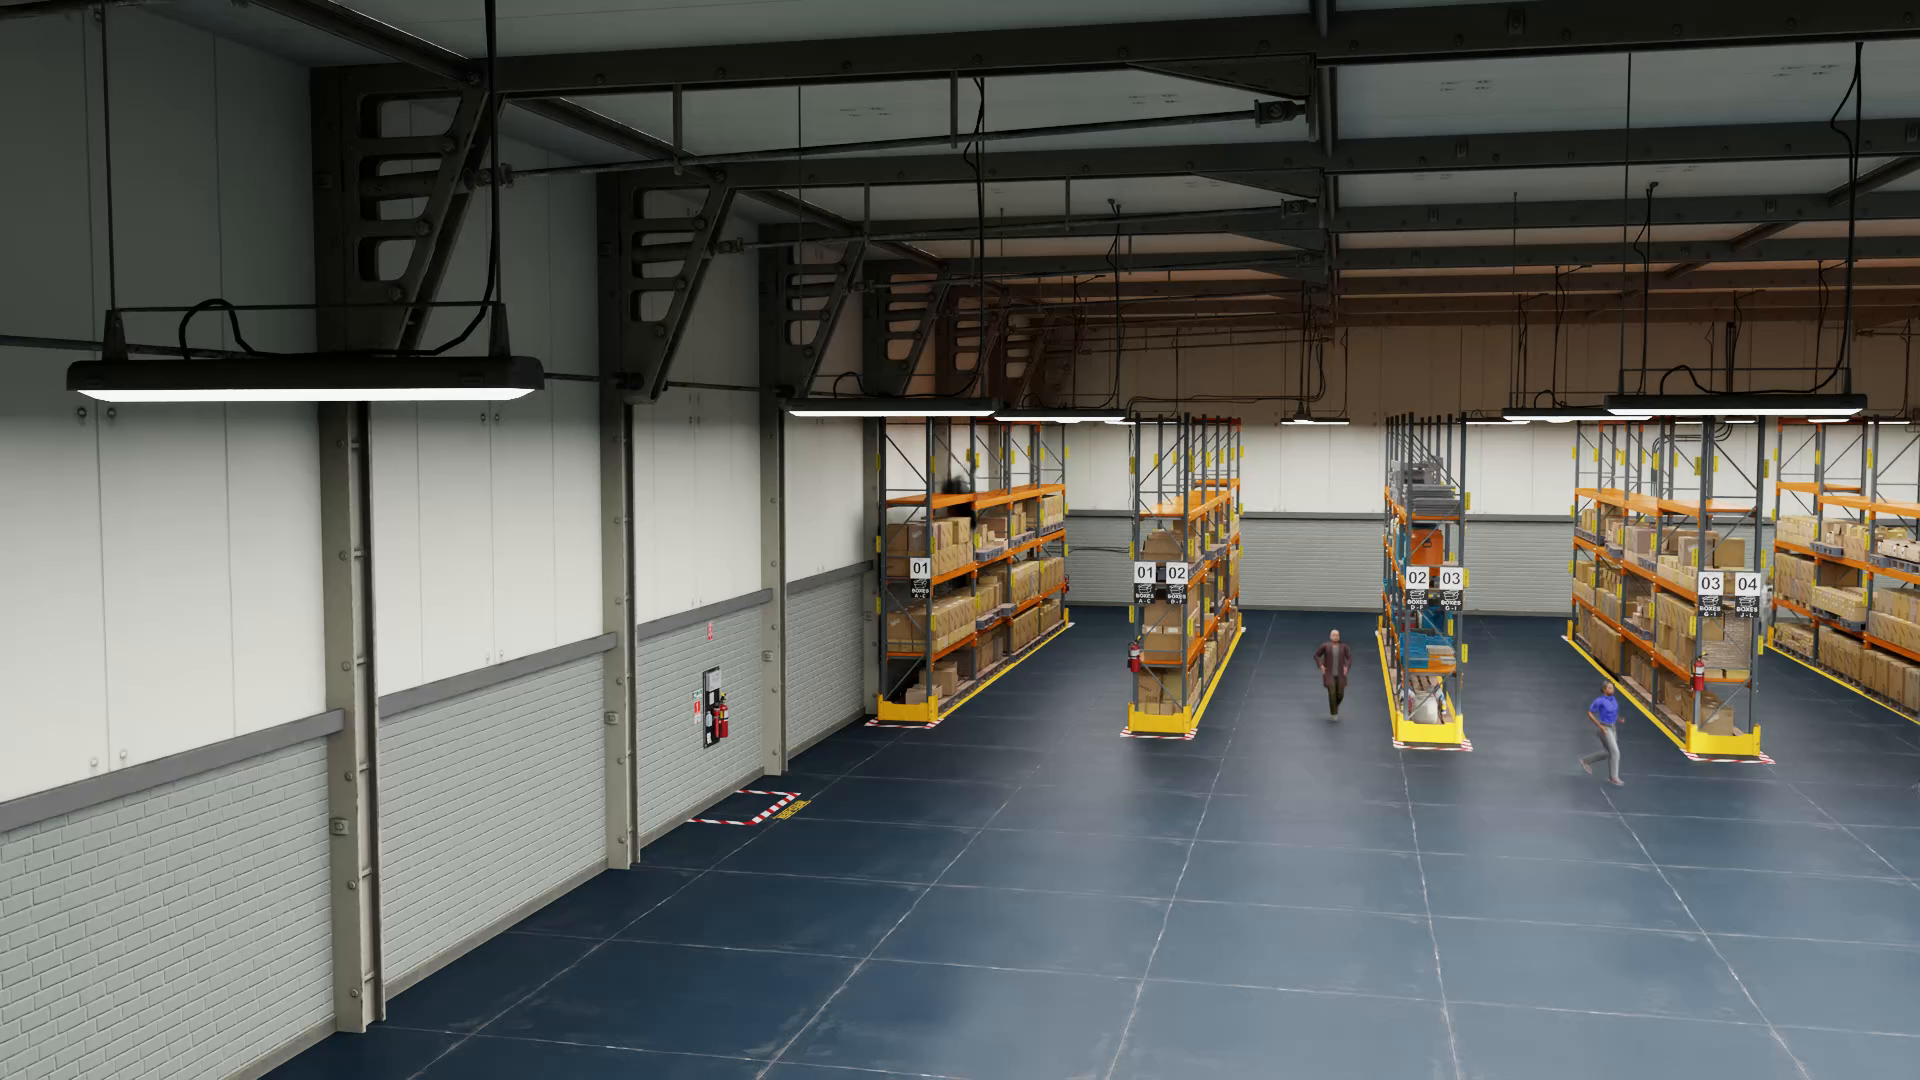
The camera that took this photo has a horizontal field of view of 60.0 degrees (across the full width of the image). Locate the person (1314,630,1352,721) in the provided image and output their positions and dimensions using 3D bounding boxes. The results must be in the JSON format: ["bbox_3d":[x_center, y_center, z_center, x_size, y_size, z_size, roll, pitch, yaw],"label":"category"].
[{"bbox_3d":[7.333,2.640,32.696,0.739,1.757,0.732,0,4,3],"label":"person"}]

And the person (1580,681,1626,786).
[{"bbox_3d":[10.403,3.095,26.858,0.574,1.658,0.792,-3,5,-40],"label":"person"}]

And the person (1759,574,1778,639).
[{"bbox_3d":[21.762,1.830,44.631,0.772,1.856,0.682,0,4,-2],"label":"person"}]
